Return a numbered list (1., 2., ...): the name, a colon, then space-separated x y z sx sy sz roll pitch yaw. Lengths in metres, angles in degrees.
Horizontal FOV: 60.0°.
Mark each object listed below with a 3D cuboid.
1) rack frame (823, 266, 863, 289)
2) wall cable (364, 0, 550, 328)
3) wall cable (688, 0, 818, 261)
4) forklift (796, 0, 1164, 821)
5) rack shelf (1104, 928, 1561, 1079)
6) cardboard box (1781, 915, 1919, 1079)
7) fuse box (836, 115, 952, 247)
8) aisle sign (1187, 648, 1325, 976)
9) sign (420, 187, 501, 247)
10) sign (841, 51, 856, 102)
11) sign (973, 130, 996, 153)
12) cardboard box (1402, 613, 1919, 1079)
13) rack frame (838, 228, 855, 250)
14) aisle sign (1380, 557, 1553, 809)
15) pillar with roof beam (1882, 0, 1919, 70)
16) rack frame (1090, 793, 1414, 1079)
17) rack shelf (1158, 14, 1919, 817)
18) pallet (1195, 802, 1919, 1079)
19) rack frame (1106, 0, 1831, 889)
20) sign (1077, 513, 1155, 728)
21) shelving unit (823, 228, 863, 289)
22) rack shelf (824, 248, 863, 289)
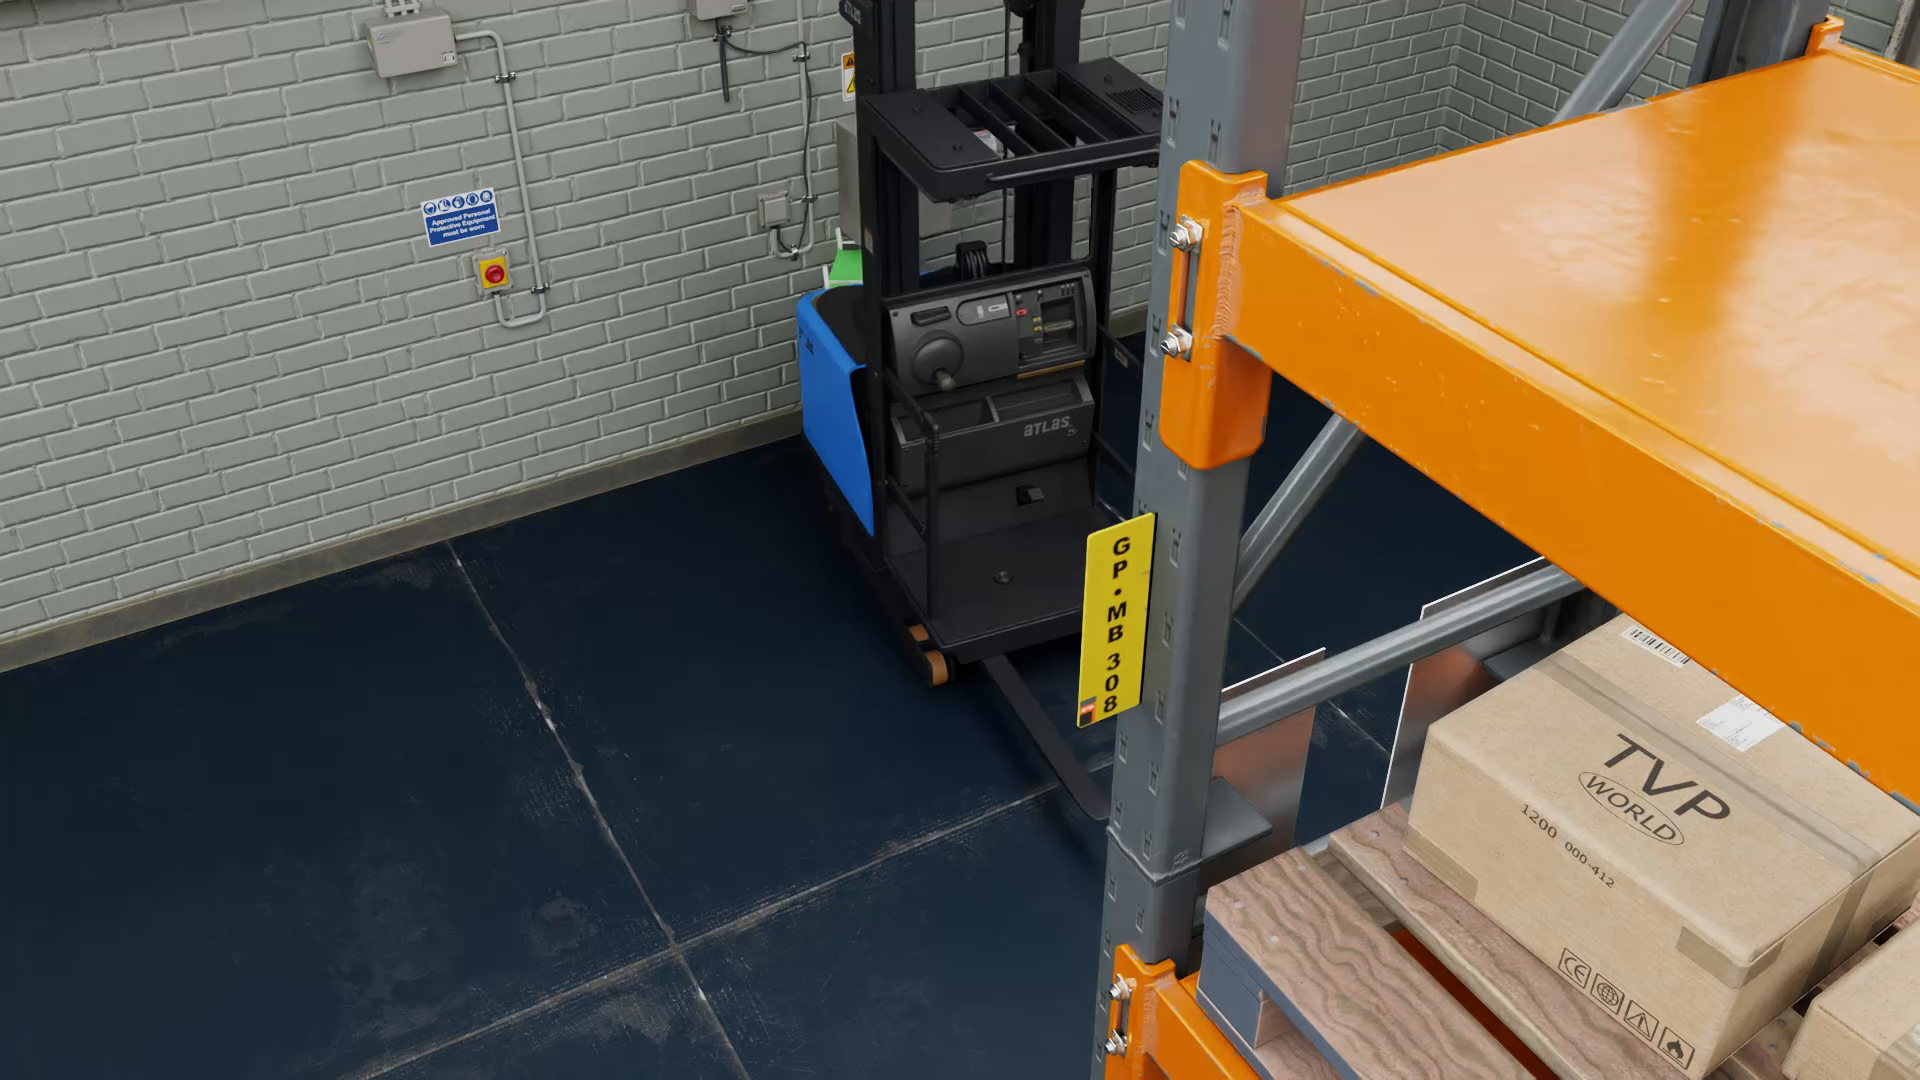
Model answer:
1. rack frame: -0.521 -0.834 8.431 0.240 1.200 0.015 0 33 5
2. wall cable: -2.166 -1.745 7.209 0.585 1.953 0.123 -19 40 -24
3. wall cable: -0.945 -2.159 7.801 0.588 1.984 0.122 -19 40 -24
4. forklift: 0.234 -0.822 6.891 1.130 2.935 3.031 -14 38 -19
5. rack shelf: 1.692 1.645 1.521 1.077 0.370 4.000 -19 40 -24
6. cardboard box: 1.271 0.619 2.088 0.380 0.149 0.250 -22 42 -27
7. fuse box: -0.276 -1.350 8.648 0.539 1.711 0.414 -19 40 -24
8. aisle sign: 0.401 0.546 2.756 0.394 0.787 0.004 -19 40 -24
9. sign: -2.238 -1.448 7.461 0.327 0.218 0.001 -19 40 -24
10. sign: -0.428 -2.293 8.146 0.339 0.242 0.001 -19 40 -24
11. sign: 0.047 -2.084 8.641 0.329 0.494 0.001 -19 40 -24
12. cardboard box: 0.991 0.388 2.318 0.500 0.250 0.500 -23 42 -28
13. rack frame: -0.484 -1.101 8.838 0.240 1.200 0.015 0 33 5
14. aisle sign: 0.919 0.368 2.999 0.394 0.787 0.004 -19 40 -24
15. pillar with roof beam: 0.680 -2.716 4.339 9.100 9.000 0.400 -19 40 -24
16. rack frame: 0.688 1.546 3.590 1.000 3.000 0.127 -19 40 -24
17. rack shelf: 1.692 0.596 0.754 1.077 0.370 4.000 -19 40 -24
18. pallet: 1.069 0.746 2.217 1.003 0.211 1.213 -19 40 -24
19. rack frame: 0.688 -0.876 1.820 1.000 3.000 0.127 -19 40 -24
20. sign: 0.205 0.111 2.203 0.100 0.325 0.005 -19 40 -24
21. shelving unit: -0.503 -0.968 8.635 0.258 1.200 0.503 0 33 5
22. rack shelf: -0.523 -1.316 8.408 0.258 0.148 0.480 0 33 5
